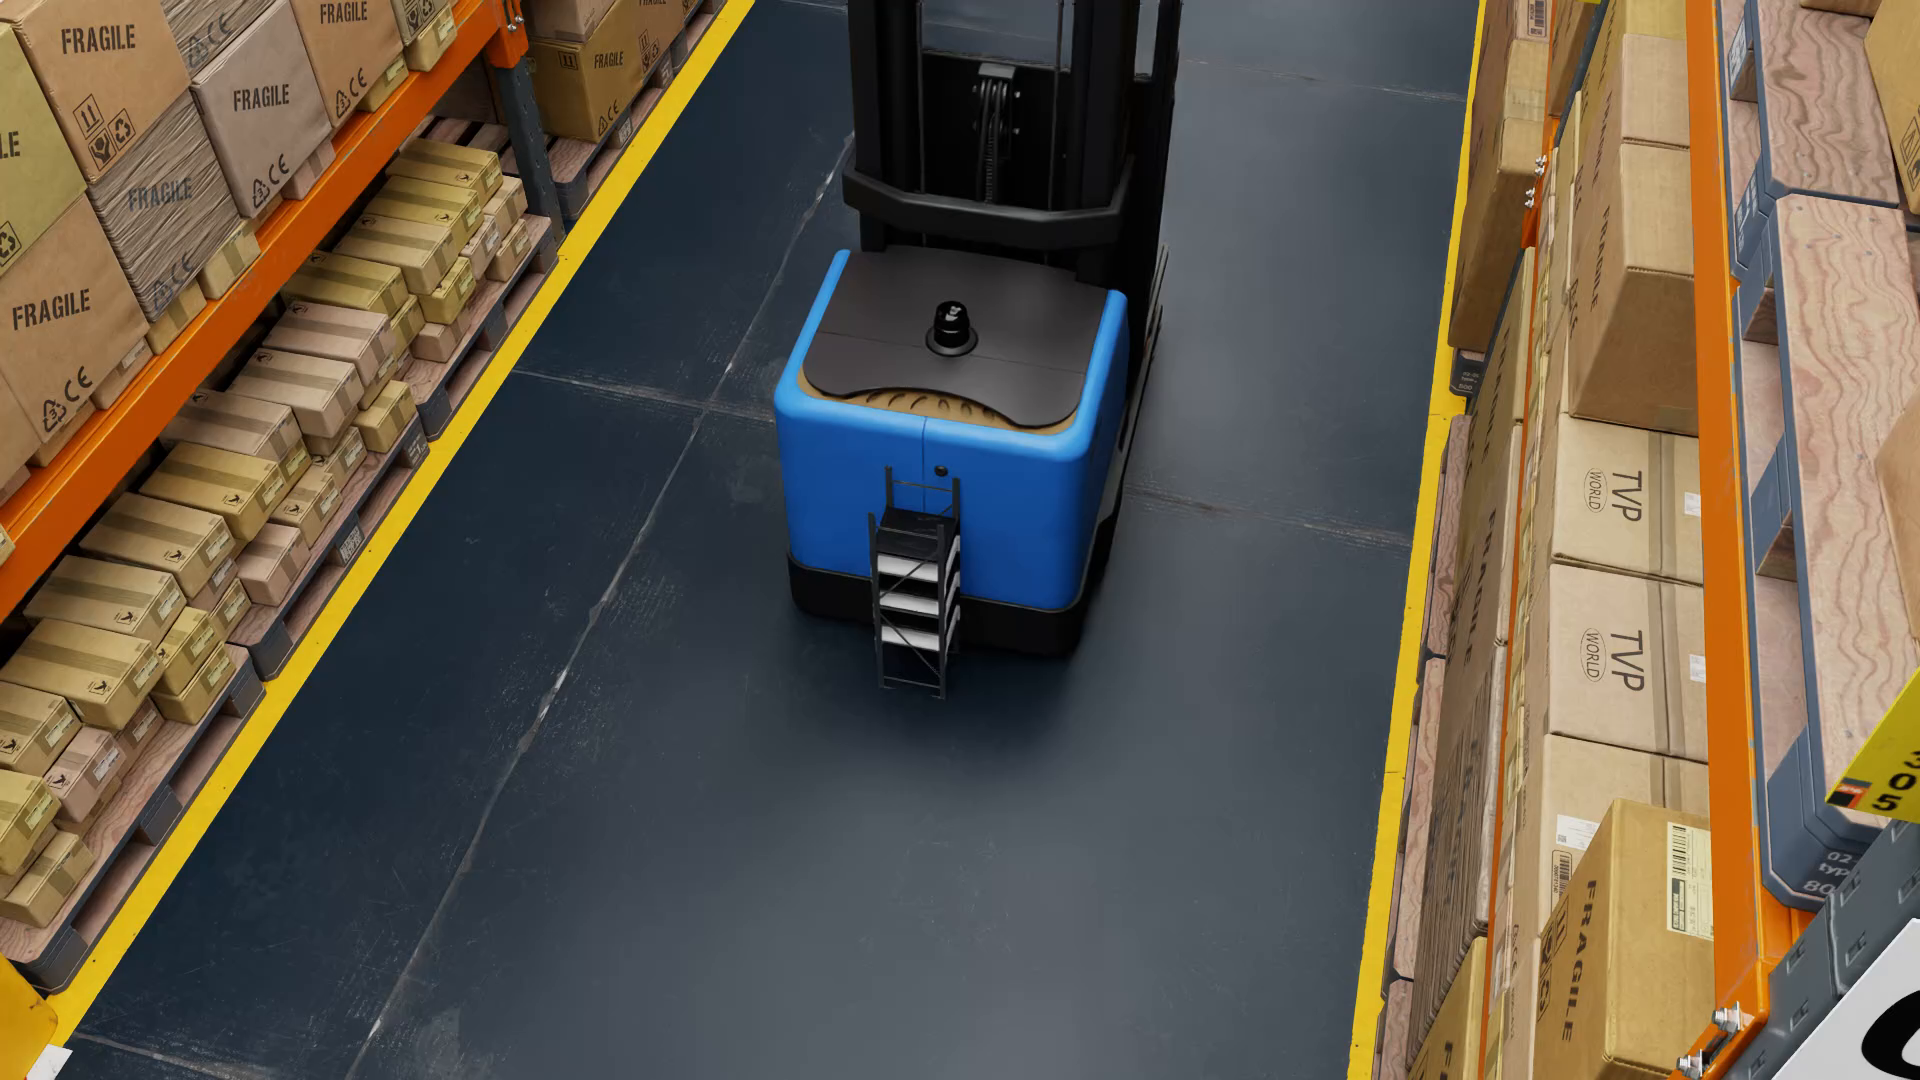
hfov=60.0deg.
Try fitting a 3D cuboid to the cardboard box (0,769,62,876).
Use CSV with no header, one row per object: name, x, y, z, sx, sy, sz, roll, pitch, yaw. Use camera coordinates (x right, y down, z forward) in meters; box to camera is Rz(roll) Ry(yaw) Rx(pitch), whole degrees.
cardboard box,-2.845,0.789,4.778,0.380,0.149,0.250,10,49,8

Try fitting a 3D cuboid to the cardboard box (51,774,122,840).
cardboard box,-2.874,0.776,5.186,0.380,0.149,0.250,11,50,10

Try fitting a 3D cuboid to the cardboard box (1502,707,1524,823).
cardboard box,1.491,0.567,3.917,0.380,0.149,0.250,11,49,9

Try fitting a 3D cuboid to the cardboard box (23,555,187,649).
cardboard box,-2.713,0.213,5.286,0.380,0.149,0.250,9,49,8

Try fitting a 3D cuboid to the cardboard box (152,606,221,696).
cardboard box,-2.648,0.325,5.385,0.380,0.149,0.250,13,50,11

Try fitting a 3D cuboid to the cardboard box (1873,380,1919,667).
cardboard box,1.533,-0.039,1.870,0.700,0.500,0.500,9,49,8

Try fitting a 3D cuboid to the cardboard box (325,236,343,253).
cardboard box,-2.672,-1.111,6.653,0.380,0.149,0.250,11,50,10

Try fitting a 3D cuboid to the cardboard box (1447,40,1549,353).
cardboard box,2.650,-1.251,6.490,1.225,0.875,0.875,12,50,10

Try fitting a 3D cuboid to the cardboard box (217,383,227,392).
cardboard box,-2.968,-0.552,6.159,0.380,0.149,0.250,11,50,10

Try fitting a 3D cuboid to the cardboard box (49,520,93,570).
cardboard box,-3.188,0.008,5.665,0.380,0.149,0.250,12,50,11

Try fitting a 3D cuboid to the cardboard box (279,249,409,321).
cardboard box,-2.332,-0.937,6.301,0.380,0.149,0.250,13,50,11

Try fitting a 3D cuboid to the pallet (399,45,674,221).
pallet,-2.055,-2.041,7.910,1.003,0.211,1.213,12,50,10

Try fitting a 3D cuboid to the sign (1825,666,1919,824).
sign,0.928,0.169,1.562,0.100,0.325,0.005,12,50,10

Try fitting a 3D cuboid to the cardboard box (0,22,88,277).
cardboard box,-2.651,-0.980,4.182,0.500,0.500,0.500,11,49,9

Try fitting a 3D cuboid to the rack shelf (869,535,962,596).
rack shelf,-0.143,0.062,5.399,0.258,0.077,0.200,10,49,9

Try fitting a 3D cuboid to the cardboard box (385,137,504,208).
cardboard box,-2.101,-1.484,6.783,0.380,0.149,0.250,13,50,11

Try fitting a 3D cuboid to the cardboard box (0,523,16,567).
cardboard box,-2.760,0.030,4.390,0.380,0.149,0.250,10,49,9

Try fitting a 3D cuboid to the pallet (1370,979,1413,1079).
pallet,1.583,1.874,4.455,1.003,0.211,1.213,12,50,10

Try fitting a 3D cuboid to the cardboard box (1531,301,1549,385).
cardboard box,1.896,-0.546,4.898,0.380,0.149,0.250,10,49,9

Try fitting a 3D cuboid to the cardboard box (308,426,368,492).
cardboard box,-2.438,-0.321,6.154,0.380,0.149,0.250,12,50,11

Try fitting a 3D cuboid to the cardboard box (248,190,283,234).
cardboard box,-2.451,-1.117,5.403,0.380,0.149,0.250,11,49,9

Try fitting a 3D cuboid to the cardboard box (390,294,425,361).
cardboard box,-2.308,-0.846,6.419,0.380,0.149,0.250,12,50,10

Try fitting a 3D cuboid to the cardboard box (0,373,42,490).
cardboard box,-2.810,-0.301,4.250,0.500,0.500,0.500,12,50,10

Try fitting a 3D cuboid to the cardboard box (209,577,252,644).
cardboard box,-2.667,0.229,5.669,0.380,0.149,0.250,12,50,10

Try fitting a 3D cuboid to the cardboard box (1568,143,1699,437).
cardboard box,1.858,-0.617,4.196,0.500,0.500,0.500,10,49,9

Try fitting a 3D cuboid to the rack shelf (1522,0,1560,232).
rack shelf,3.027,-2.557,6.986,1.077,0.370,4.000,12,50,10

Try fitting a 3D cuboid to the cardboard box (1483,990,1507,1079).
cardboard box,1.290,1.117,3.431,0.380,0.149,0.250,12,50,10

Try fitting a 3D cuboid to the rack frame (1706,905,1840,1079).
rack frame,1.448,1.545,2.886,1.000,3.000,0.127,12,50,10

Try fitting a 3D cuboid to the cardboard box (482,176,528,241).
cardboard box,-2.034,-1.404,6.911,0.380,0.149,0.250,12,50,11

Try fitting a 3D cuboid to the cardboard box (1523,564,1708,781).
cardboard box,1.587,0.358,3.835,0.500,0.250,0.500,10,49,9

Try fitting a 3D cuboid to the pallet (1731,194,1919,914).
pallet,1.633,0.043,2.270,1.003,0.211,1.213,12,50,10

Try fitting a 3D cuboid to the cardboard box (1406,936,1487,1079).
cardboard box,1.539,1.630,3.947,0.875,0.875,0.875,12,50,10

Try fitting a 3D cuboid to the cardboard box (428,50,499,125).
cardboard box,-2.306,-2.297,7.664,0.500,0.500,0.500,11,49,9

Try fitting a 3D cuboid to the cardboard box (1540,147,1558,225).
cardboard box,2.102,-1.117,5.403,0.380,0.149,0.250,12,50,10

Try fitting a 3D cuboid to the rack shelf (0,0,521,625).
rack shelf,-2.784,-0.715,5.361,1.077,0.370,4.000,12,50,10

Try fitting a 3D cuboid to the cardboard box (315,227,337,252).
cardboard box,-2.697,-1.204,6.537,0.380,0.149,0.250,11,49,10

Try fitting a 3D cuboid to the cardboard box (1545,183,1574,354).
cardboard box,1.988,-0.750,4.813,0.500,0.250,0.500,11,50,10

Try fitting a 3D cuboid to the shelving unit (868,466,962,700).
shelving unit,-0.143,0.159,5.509,0.258,0.900,0.210,10,49,9

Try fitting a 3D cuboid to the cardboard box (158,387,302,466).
cardboard box,-2.544,-0.368,5.798,0.380,0.149,0.250,12,50,10

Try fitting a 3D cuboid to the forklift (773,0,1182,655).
forklift,0.227,-1.698,5.794,1.130,2.935,3.031,10,49,9

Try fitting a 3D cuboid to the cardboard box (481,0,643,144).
cardboard box,-1.808,-2.194,7.573,0.500,0.500,0.500,13,50,11

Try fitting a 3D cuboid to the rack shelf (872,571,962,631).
rack shelf,-0.143,0.181,5.534,0.258,0.077,0.200,10,49,9

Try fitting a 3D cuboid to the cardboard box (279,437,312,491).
cardboard box,-2.557,-0.283,5.922,0.380,0.149,0.250,14,50,12

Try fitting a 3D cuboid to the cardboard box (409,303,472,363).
cardboard box,-2.189,-0.869,6.638,0.380,0.149,0.250,10,49,9

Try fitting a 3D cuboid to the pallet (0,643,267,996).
pallet,-3.043,0.780,5.421,1.003,0.211,1.213,12,50,10

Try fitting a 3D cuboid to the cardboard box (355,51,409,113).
cardboard box,-2.198,-1.675,5.895,0.380,0.149,0.250,13,50,12

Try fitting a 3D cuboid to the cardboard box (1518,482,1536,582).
cardboard box,1.693,0.011,4.407,0.380,0.149,0.250,10,49,9

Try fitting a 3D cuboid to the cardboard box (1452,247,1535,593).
cardboard box,2.250,-0.322,5.671,0.875,0.875,0.875,12,50,10

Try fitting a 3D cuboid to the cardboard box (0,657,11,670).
cardboard box,-3.251,0.496,5.433,0.380,0.149,0.250,11,50,10

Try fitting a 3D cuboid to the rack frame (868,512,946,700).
rack frame,-0.166,0.234,5.444,0.240,0.900,0.006,10,49,9

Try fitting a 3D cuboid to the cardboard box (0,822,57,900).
cardboard box,-2.925,0.871,4.904,0.380,0.149,0.250,13,50,12

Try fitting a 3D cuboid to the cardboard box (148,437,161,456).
cardboard box,-2.985,-0.459,5.879,0.380,0.149,0.250,12,50,10

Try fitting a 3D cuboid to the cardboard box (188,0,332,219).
cardboard box,-2.383,-1.391,5.212,0.500,0.500,0.500,11,50,10

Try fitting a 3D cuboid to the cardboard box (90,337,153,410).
cardboard box,-2.637,-0.548,4.901,0.380,0.149,0.250,11,49,9
